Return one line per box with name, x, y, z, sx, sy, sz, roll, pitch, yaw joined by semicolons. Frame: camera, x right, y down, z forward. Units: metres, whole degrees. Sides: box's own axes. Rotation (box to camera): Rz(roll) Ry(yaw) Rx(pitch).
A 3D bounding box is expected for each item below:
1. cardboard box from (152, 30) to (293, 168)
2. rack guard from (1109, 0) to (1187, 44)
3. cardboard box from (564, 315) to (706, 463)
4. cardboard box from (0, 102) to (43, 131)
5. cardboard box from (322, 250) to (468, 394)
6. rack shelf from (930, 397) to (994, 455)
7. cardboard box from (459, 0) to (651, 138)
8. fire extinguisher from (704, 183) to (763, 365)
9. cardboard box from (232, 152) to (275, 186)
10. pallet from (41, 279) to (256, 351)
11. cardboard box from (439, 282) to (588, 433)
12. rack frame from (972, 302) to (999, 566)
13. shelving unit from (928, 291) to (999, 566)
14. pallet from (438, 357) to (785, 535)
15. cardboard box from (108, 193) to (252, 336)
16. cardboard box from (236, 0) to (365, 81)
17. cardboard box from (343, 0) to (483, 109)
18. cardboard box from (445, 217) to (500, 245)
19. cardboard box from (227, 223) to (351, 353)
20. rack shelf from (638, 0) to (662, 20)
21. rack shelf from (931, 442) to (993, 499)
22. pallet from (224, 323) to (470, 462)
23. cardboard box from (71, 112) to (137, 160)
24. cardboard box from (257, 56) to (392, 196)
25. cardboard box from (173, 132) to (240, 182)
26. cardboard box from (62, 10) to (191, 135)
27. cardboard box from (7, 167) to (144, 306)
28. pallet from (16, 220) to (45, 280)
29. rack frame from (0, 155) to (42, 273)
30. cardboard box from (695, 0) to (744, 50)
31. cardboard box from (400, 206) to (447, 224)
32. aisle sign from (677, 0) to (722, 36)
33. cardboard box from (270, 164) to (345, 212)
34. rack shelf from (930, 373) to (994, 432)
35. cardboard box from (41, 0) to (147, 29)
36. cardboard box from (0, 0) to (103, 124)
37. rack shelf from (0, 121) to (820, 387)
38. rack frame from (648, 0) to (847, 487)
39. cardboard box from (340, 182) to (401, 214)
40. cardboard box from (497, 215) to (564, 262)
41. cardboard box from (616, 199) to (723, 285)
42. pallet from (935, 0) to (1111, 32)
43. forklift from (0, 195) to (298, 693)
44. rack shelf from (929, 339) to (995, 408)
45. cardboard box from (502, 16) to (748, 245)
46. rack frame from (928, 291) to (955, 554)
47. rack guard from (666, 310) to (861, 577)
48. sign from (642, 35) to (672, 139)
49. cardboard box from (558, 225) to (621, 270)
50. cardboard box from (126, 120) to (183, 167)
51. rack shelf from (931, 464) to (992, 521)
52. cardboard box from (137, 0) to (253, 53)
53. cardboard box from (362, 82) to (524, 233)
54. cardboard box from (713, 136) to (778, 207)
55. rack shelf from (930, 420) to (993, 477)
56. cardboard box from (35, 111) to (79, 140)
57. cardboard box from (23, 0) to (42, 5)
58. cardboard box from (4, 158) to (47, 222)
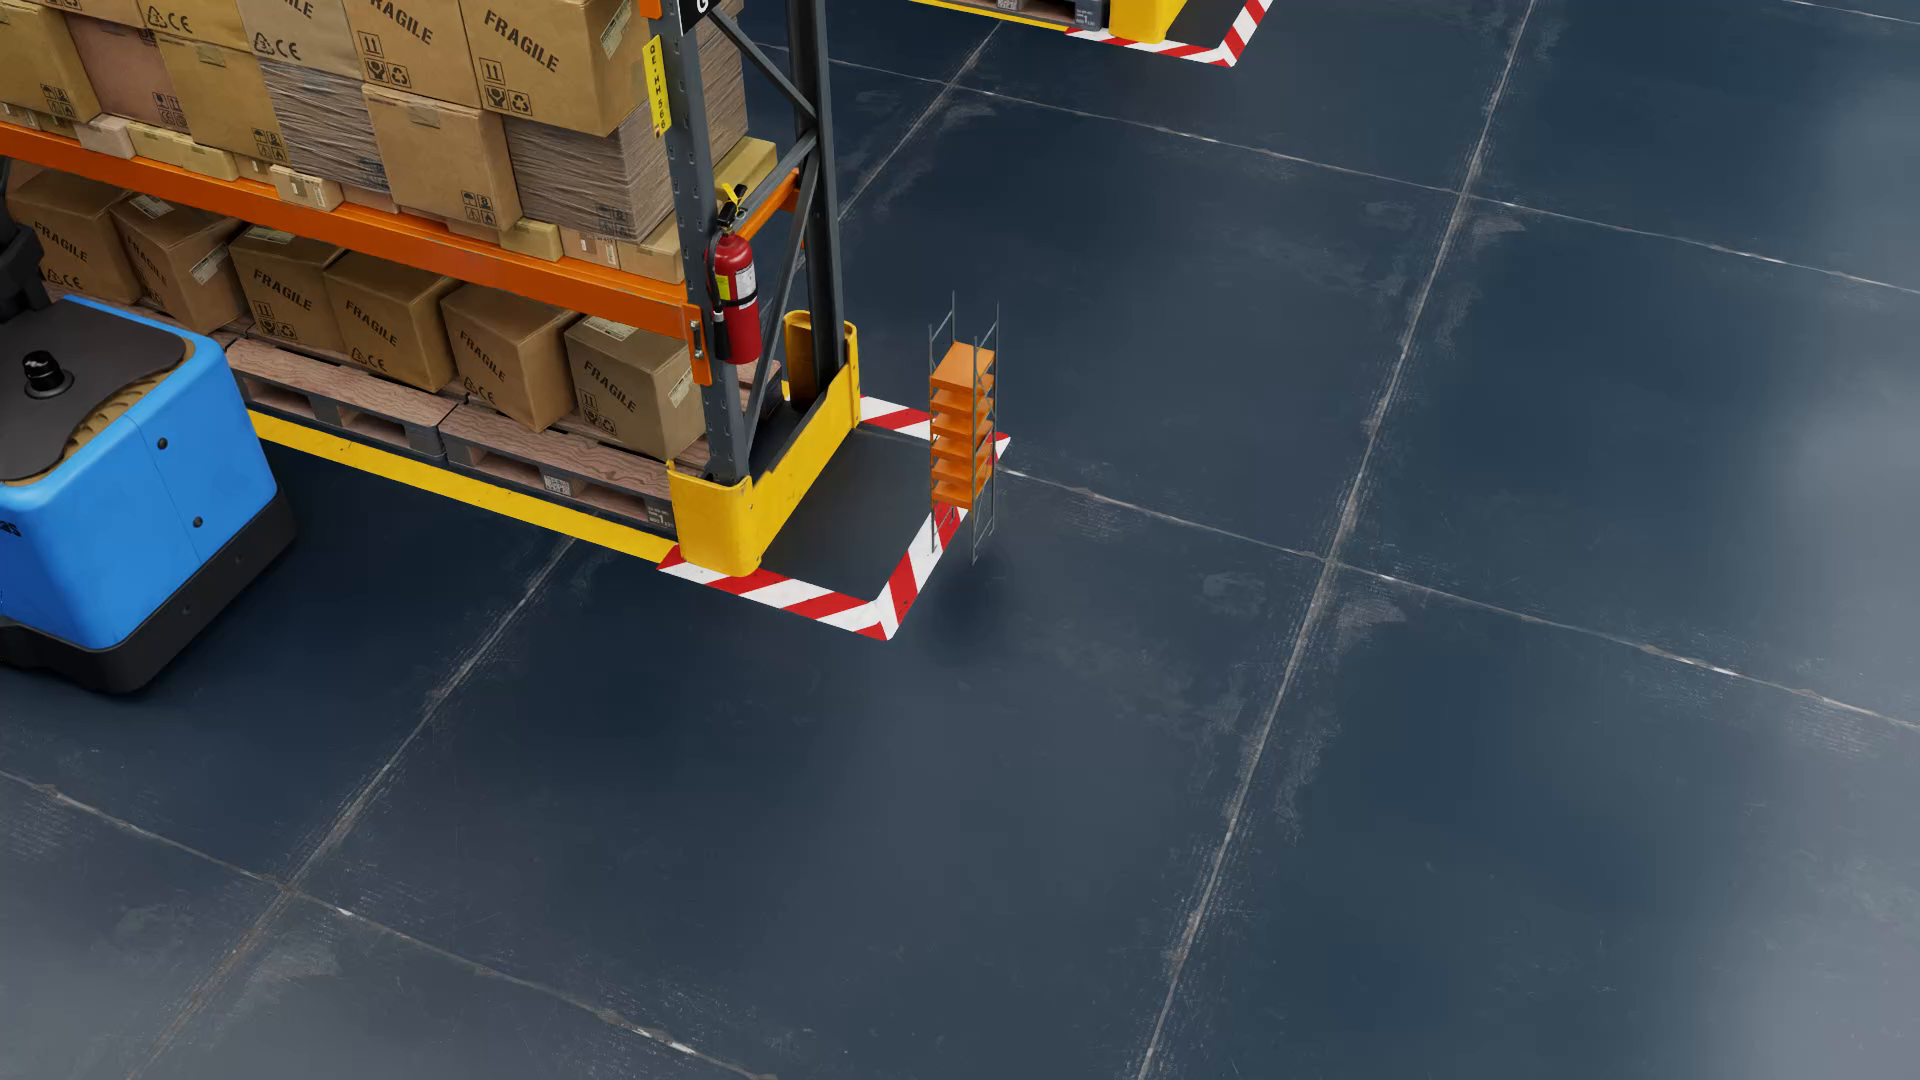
cardboard box;-2.655;-1.973;6.663;0.500;0.500;0.875;16;47;16
rack guard;1.276;-3.608;10.361;0.348;0.500;1.175;16;47;16
cardboard box;-1.319;-0.743;7.183;0.500;0.500;0.500;25;50;23
cardboard box;-3.891;-1.916;7.066;0.250;0.149;0.380;16;47;16
cardboard box;-2.454;-1.065;7.507;0.500;0.500;0.500;21;48;19
rack shelf;0.014;-0.475;6.608;0.180;0.103;0.258;16;47;16
cardboard box;-1.351;-1.783;5.764;0.500;0.500;0.500;16;47;16
fire extinguisher;-0.820;-0.941;5.963;0.183;0.674;0.296;16;47;16
cardboard box;-2.720;-1.606;6.754;0.250;0.149;0.380;16;47;16
pallet;-3.807;-1.238;8.184;1.213;0.211;1.003;16;47;16
cardboard box;-1.883;-0.883;7.324;0.500;0.500;0.500;29;52;26
rack frame;0.098;-0.396;6.637;0.006;1.200;0.240;16;47;16
shelving unit;0.014;-0.421;6.662;0.189;1.200;0.258;16;47;16
pallet;-1.555;-0.575;7.518;1.213;0.211;1.003;16;47;16
cardboard box;-3.555;-1.363;7.807;0.500;0.500;0.500;32;53;28
cardboard box;-2.276;-2.053;6.035;0.500;0.500;0.500;16;47;16
cardboard box;-1.815;-1.916;5.897;0.500;0.500;0.500;16;47;16
cardboard box;-1.797;-1.334;6.481;0.250;0.149;0.380;16;47;16
cardboard box;-2.952;-1.246;7.689;0.500;0.500;0.500;13;46;12
rack shelf;-2.595;-2.651;6.010;4.000;0.370;1.077;16;47;16
rack shelf;0.014;-0.305;6.778;0.180;0.103;0.258;16;47;16
pallet;-2.677;-0.908;7.852;1.213;0.211;1.003;16;47;16
cardboard box;-3.441;-1.760;6.909;0.250;0.149;0.380;16;47;16
cardboard box;-2.198;-1.829;6.519;0.500;0.500;0.875;16;47;16
cardboard box;-2.968;-1.644;6.793;0.250;0.149;0.380;16;47;16
cardboard box;-3.101;-2.135;6.827;0.500;0.500;0.875;16;47;16
cardboard box;-4.087;-1.514;7.958;0.500;0.500;0.500;15;47;15
pallet;-5.159;-1.608;8.555;1.213;0.211;1.003;16;47;16
rack frame;-4.440;-2.386;7.360;0.127;3.000;1.000;16;47;16
cardboard box;-1.151;-2.122;6.104;0.500;0.500;0.500;16;47;16
cardboard box;-2.012;-1.429;6.577;0.250;0.149;0.380;16;47;16
aisle sign;-0.807;-2.009;5.138;0.004;0.787;0.394;16;47;16
cardboard box;-2.516;-1.493;6.640;0.250;0.149;0.380;16;47;16
rack shelf;0.014;-0.560;6.524;0.180;0.103;0.258;16;47;16
cardboard box;-3.200;-2.323;6.306;0.500;0.500;0.500;16;47;16
cardboard box;-3.601;-2.206;6.897;0.500;0.500;0.875;16;47;16
rack shelf;-2.595;-1.588;7.068;4.000;0.370;1.077;16;47;16
rack frame;-0.749;-1.300;6.268;0.127;3.000;1.000;16;47;16
cardboard box;-2.251;-1.482;6.630;0.250;0.149;0.380;16;47;16
cardboard box;-1.572;-1.256;6.403;0.250;0.149;0.380;16;47;16
cardboard box;-1.091;-1.154;6.300;0.250;0.149;0.380;16;47;16
pallet;0.486;-3.679;10.637;1.213;0.211;1.003;16;47;16
forklift;-4.361;-1.139;6.156;3.031;2.935;1.130;17;47;16
rack shelf;0.014;-0.645;6.439;0.180;0.103;0.258;16;47;16
cardboard box;-1.246;-1.608;6.296;0.500;0.500;0.875;16;47;16
rack frame;-0.071;-0.446;6.687;0.006;1.200;0.240;16;47;16
rack guard;-0.819;-0.434;7.171;0.348;0.500;1.175;16;47;16
sign;-0.981;-1.466;5.391;0.005;0.325;0.100;16;47;16
cardboard box;-1.322;-1.222;6.368;0.250;0.149;0.380;16;47;16
cardboard box;-3.195;-1.719;6.868;0.250;0.149;0.380;16;47;16
rack shelf;0.014;-0.220;6.862;0.180;0.103;0.258;16;47;16
cardboard box;-2.734;-2.194;6.177;0.500;0.500;0.500;16;47;16
cardboard box;-1.753;-1.665;6.354;0.500;0.500;0.875;16;47;16
cardboard box;-0.920;-1.443;6.591;0.250;0.149;0.380;16;47;16
rack shelf;0.014;-0.390;6.693;0.180;0.103;0.258;16;47;16
cardboard box;-3.656;-1.855;7.004;0.250;0.149;0.380;16;47;16
cardboard box;-3.661;-2.459;6.443;0.500;0.500;0.500;16;47;16
cardboard box;-4.999;-1.836;8.268;0.500;0.500;0.700;13;46;13
